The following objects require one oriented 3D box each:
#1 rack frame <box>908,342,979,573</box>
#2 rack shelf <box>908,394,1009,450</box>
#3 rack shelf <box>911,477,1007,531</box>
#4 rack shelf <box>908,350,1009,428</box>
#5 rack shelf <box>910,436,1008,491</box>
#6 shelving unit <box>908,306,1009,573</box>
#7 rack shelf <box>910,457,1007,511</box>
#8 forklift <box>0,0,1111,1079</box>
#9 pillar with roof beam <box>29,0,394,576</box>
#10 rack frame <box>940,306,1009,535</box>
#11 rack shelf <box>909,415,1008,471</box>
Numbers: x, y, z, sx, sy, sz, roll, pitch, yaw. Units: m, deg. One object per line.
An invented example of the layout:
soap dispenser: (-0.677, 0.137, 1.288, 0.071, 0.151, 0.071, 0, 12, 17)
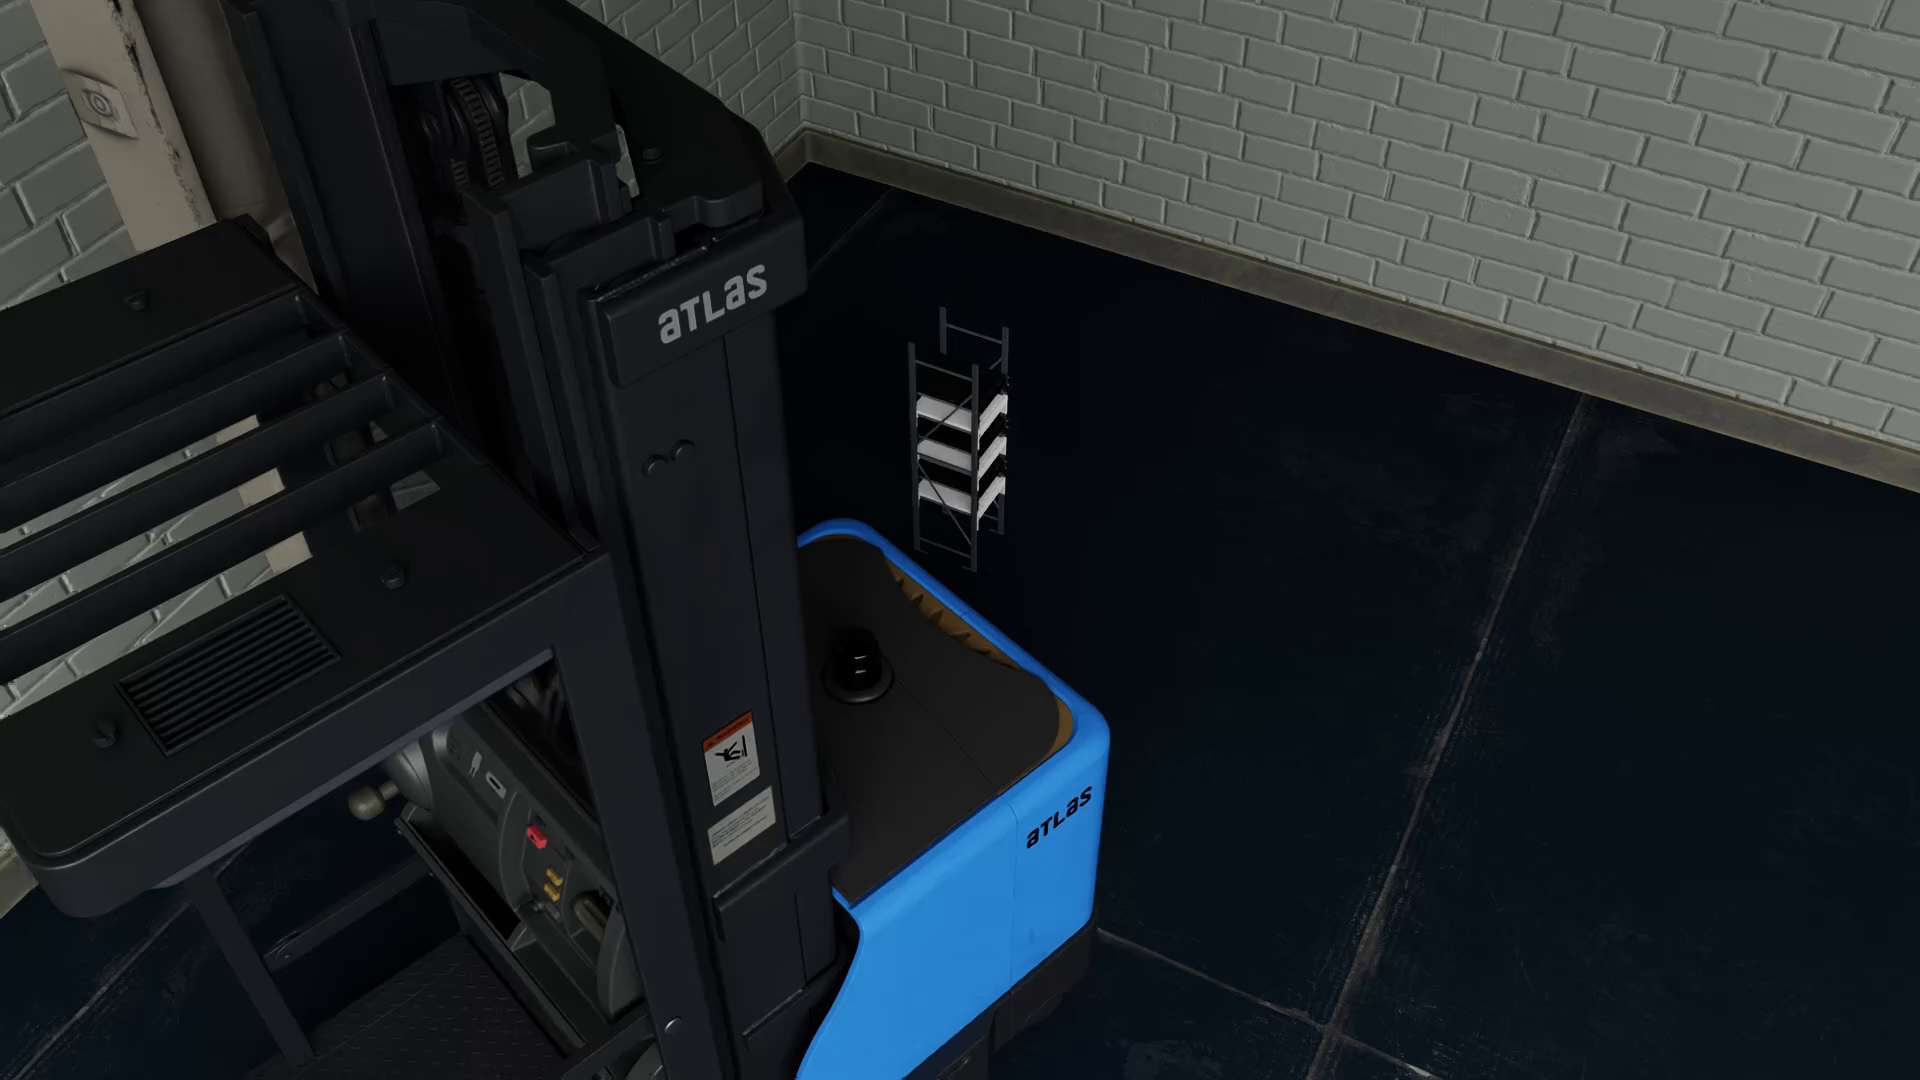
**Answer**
rack frame: (-0.051, -0.247, 5.362, 0.240, 0.900, 0.006, 20, 49, 19)
rack shelf: (-0.004, -0.414, 5.321, 0.258, 0.077, 0.200, 20, 49, 19)
rack shelf: (-0.004, -0.161, 5.577, 0.258, 0.077, 0.200, 20, 49, 19)
rack shelf: (-0.004, -0.478, 5.257, 0.258, 0.077, 0.200, 20, 49, 19)
rack shelf: (-0.004, -0.288, 5.449, 0.258, 0.077, 0.200, 20, 49, 19)
shelving unit: (-0.004, -0.311, 5.425, 0.258, 0.900, 0.210, 20, 49, 19)
rack shelf: (-0.004, -0.225, 5.513, 0.258, 0.077, 0.200, 20, 49, 19)
forklift: (-1.062, 0.601, 3.095, 3.031, 2.935, 1.130, -33, 54, -28)
pillar with roof beam: (1.863, -1.522, 0.927, 9.100, 9.000, 0.400, 20, 49, 19)
rack frame: (0.043, -0.375, 5.488, 0.240, 0.900, 0.006, 20, 49, 19)
rack shelf: (-0.004, -0.351, 5.385, 0.258, 0.077, 0.200, 20, 49, 19)
